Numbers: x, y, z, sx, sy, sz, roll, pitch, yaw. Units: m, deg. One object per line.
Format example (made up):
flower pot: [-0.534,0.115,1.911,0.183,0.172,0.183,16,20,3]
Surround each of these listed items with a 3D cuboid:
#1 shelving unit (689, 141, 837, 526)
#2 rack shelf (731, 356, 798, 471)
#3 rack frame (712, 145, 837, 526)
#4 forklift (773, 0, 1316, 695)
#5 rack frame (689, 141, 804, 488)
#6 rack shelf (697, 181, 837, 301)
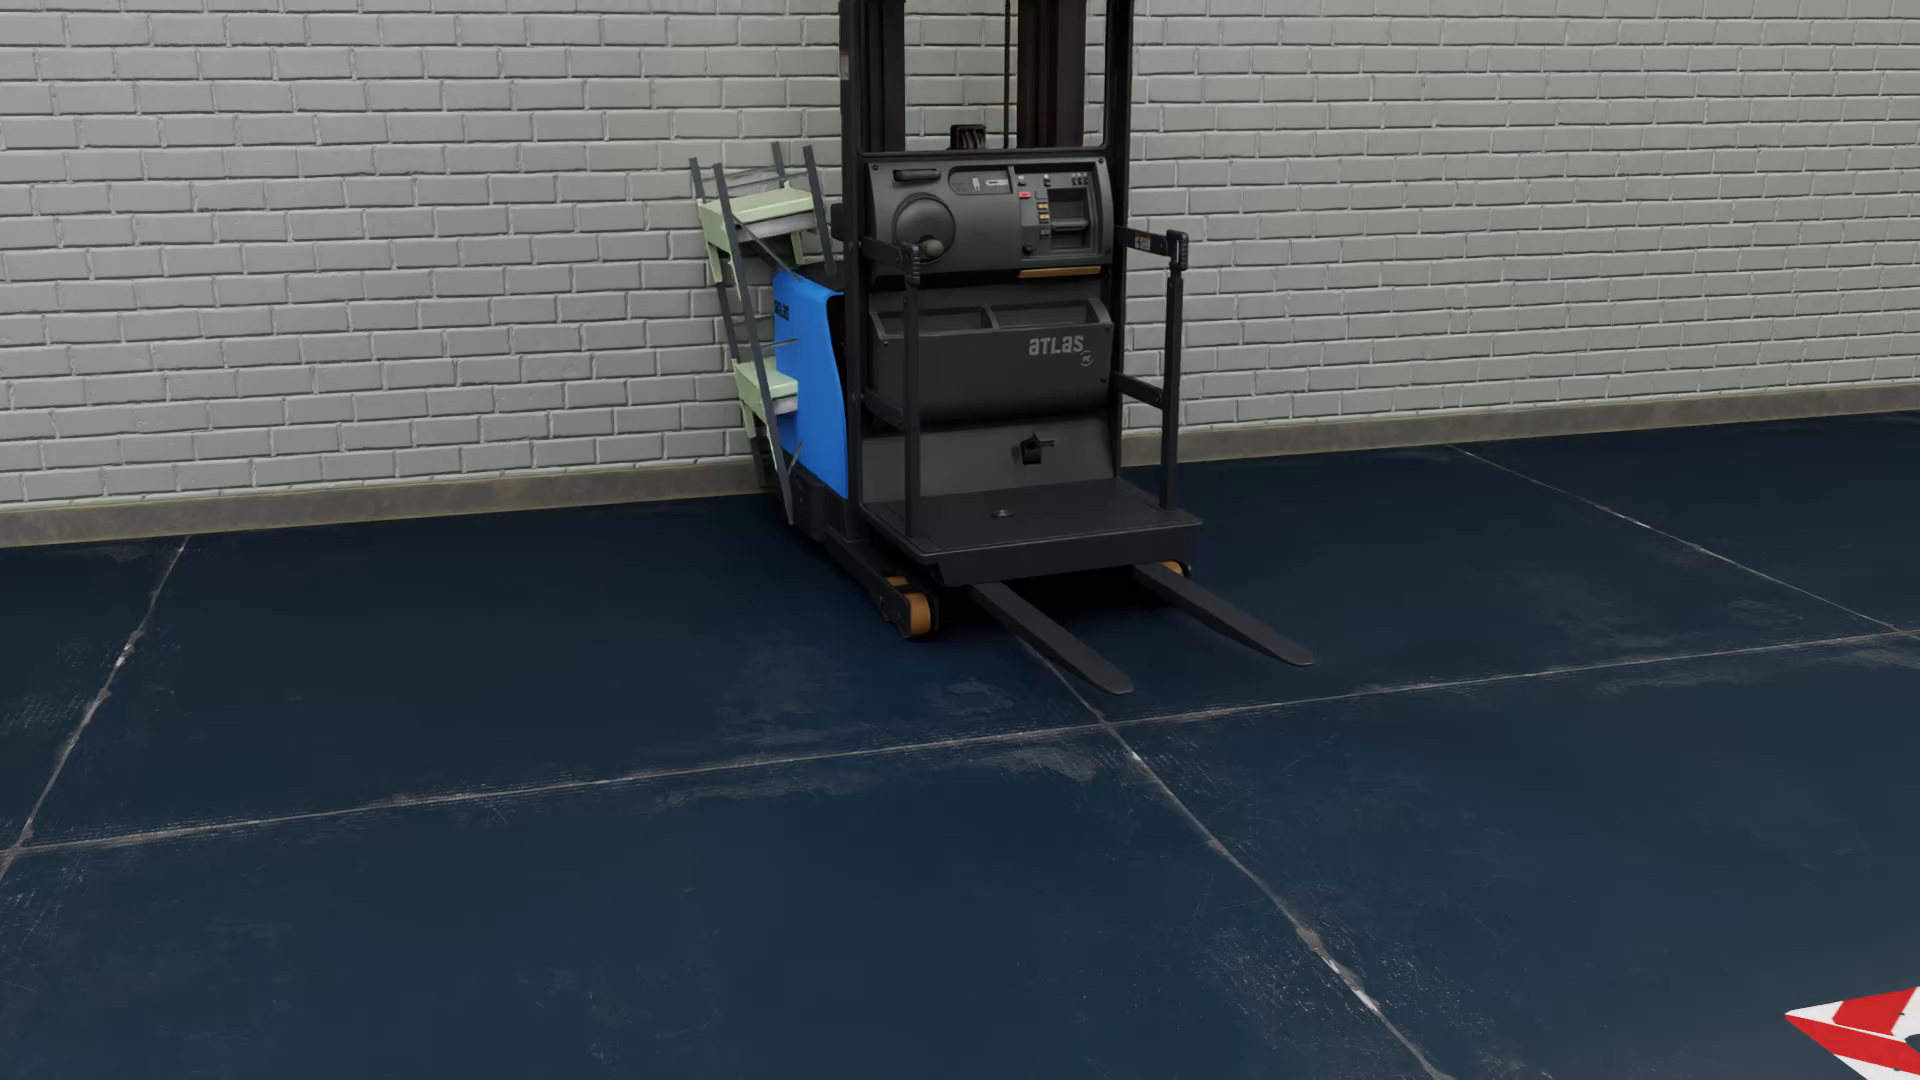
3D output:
shelving unit: [-0.755,-0.904,7.117,0.431,1.500,0.755,-14,18,-13]
rack shelf: [-0.699,-0.598,7.215,0.431,0.370,0.720,-14,18,-13]
rack frame: [-0.652,-0.815,6.778,0.400,1.500,0.023,-14,18,-13]
forklift: [0.200,-1.194,5.832,1.130,2.935,3.031,-6,18,-20]
rack frame: [-0.857,-0.994,7.457,0.400,1.500,0.023,-14,18,-13]
rack shelf: [-0.821,-1.271,7.001,0.431,0.370,0.720,-14,18,-13]
